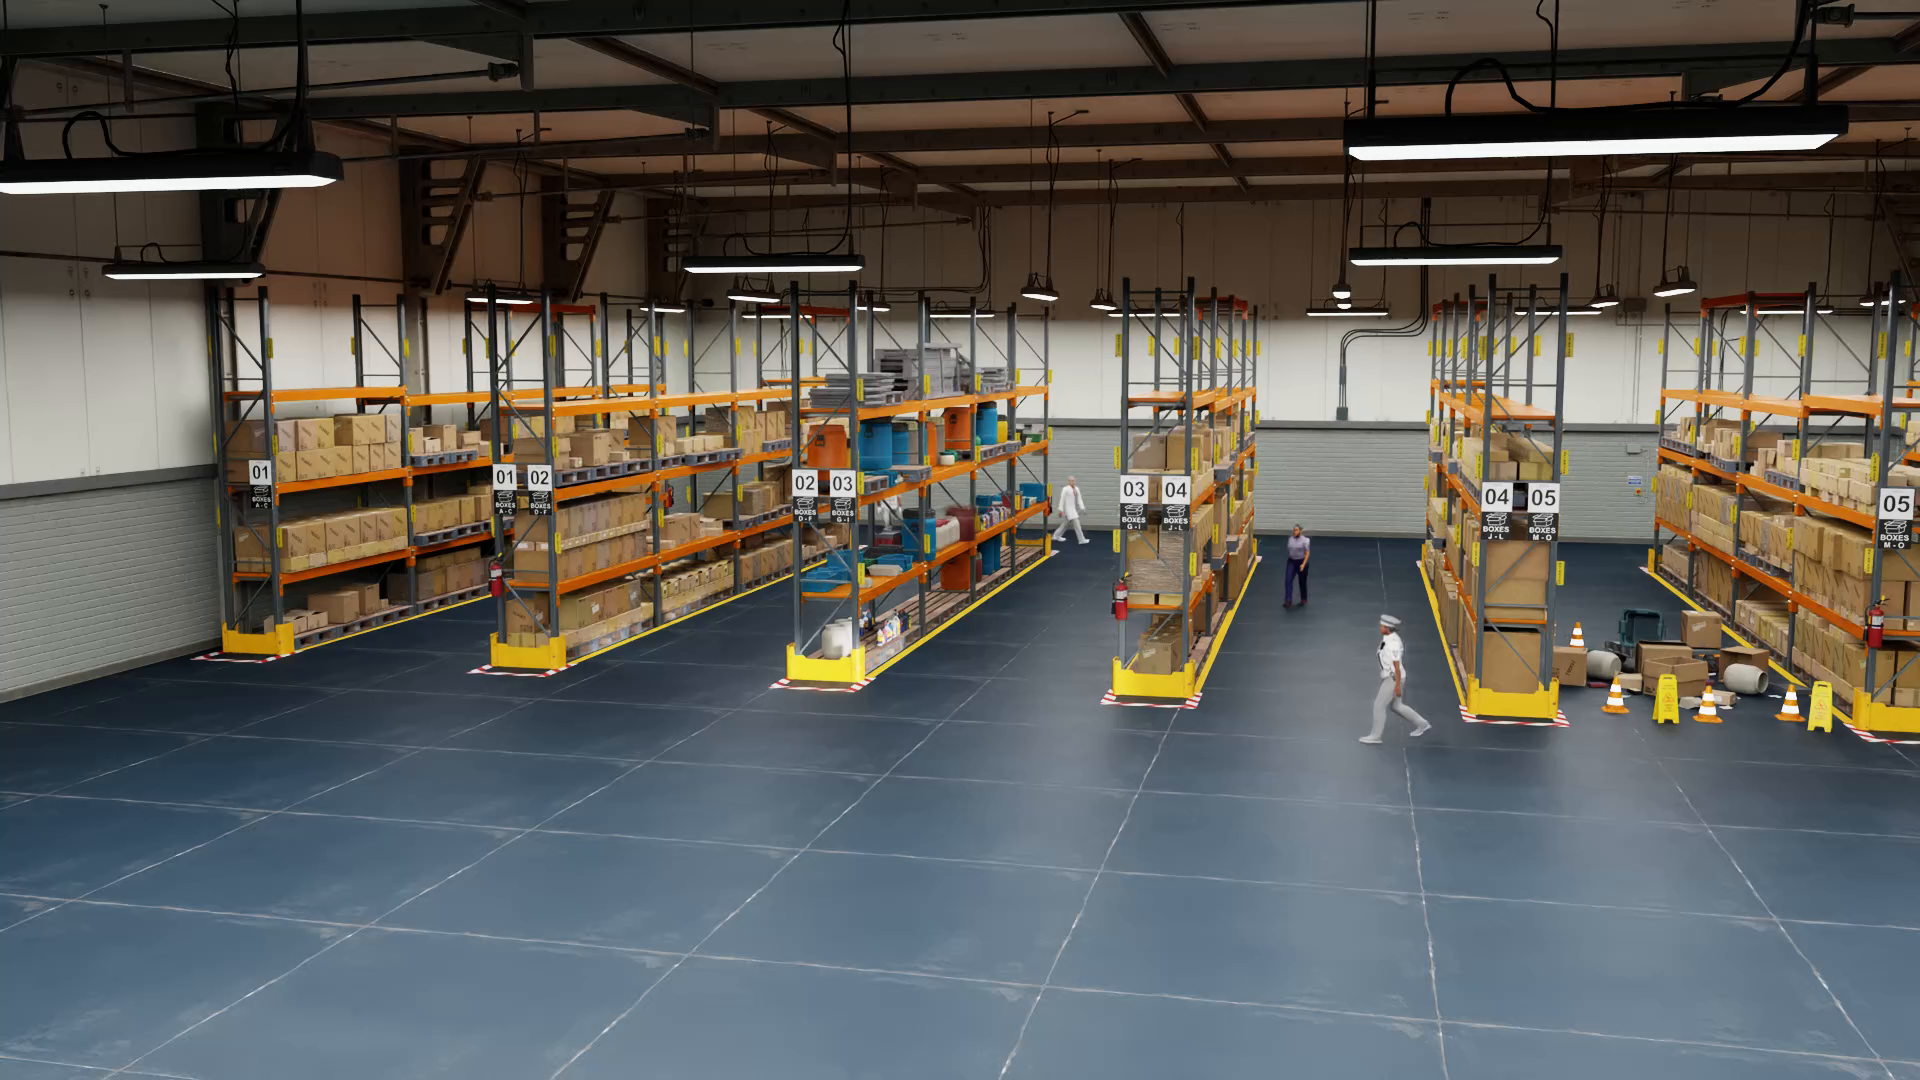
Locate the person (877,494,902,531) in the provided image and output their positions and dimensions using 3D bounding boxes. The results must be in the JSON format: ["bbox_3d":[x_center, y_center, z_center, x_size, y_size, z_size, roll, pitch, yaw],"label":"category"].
[{"bbox_3d":[-1.814,-0.793,42.895,0.589,1.786,0.898,-2,7,-17],"label":"person"}]

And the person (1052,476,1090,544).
[{"bbox_3d":[2.884,-0.771,42.732,1.145,1.733,0.528,3,7,28],"label":"person"}]

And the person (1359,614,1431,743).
[{"bbox_3d":[5.536,1.760,21.086,0.925,1.636,0.480,0,7,3],"label":"person"}]

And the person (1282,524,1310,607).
[{"bbox_3d":[6.568,0.535,32.303,0.455,1.490,0.974,3,7,22],"label":"person"}]
